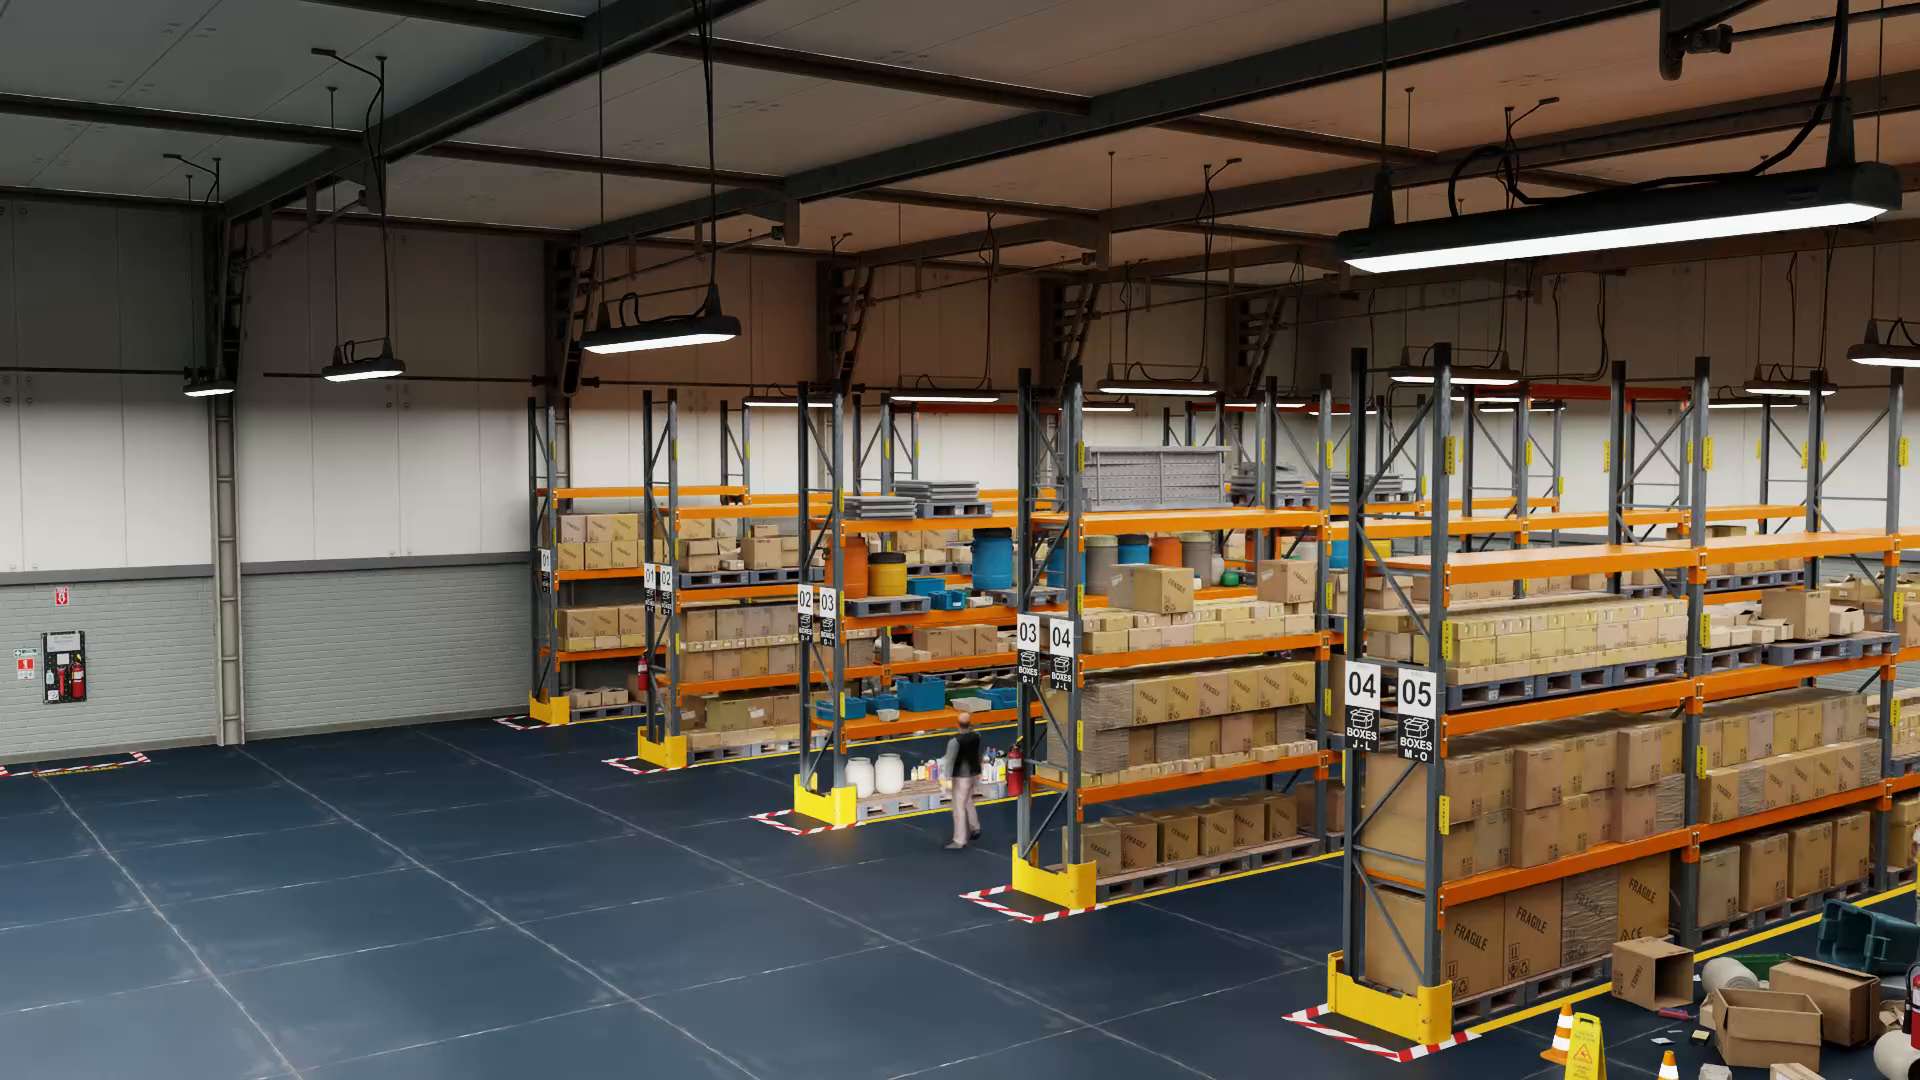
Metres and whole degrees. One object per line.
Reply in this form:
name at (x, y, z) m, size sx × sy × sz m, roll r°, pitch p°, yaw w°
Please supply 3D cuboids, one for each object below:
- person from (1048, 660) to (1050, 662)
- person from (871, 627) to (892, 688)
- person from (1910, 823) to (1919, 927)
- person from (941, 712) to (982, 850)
person at (1.897, 2.301, 33.817) m, size 1.107 × 1.751 × 0.596 m, roll -1°, pitch 4°, yaw -16°
person at (-1.561, 2.434, 32.008) m, size 0.390 × 1.695 × 0.552 m, roll 3°, pitch 4°, yaw 37°
person at (10.454, 3.339, 17.709) m, size 0.630 × 1.585 × 0.436 m, roll 1°, pitch 3°, yaw 10°
person at (0.032, 3.040, 21.179) m, size 0.410 × 1.720 × 0.640 m, roll 2°, pitch 4°, yaw 33°
